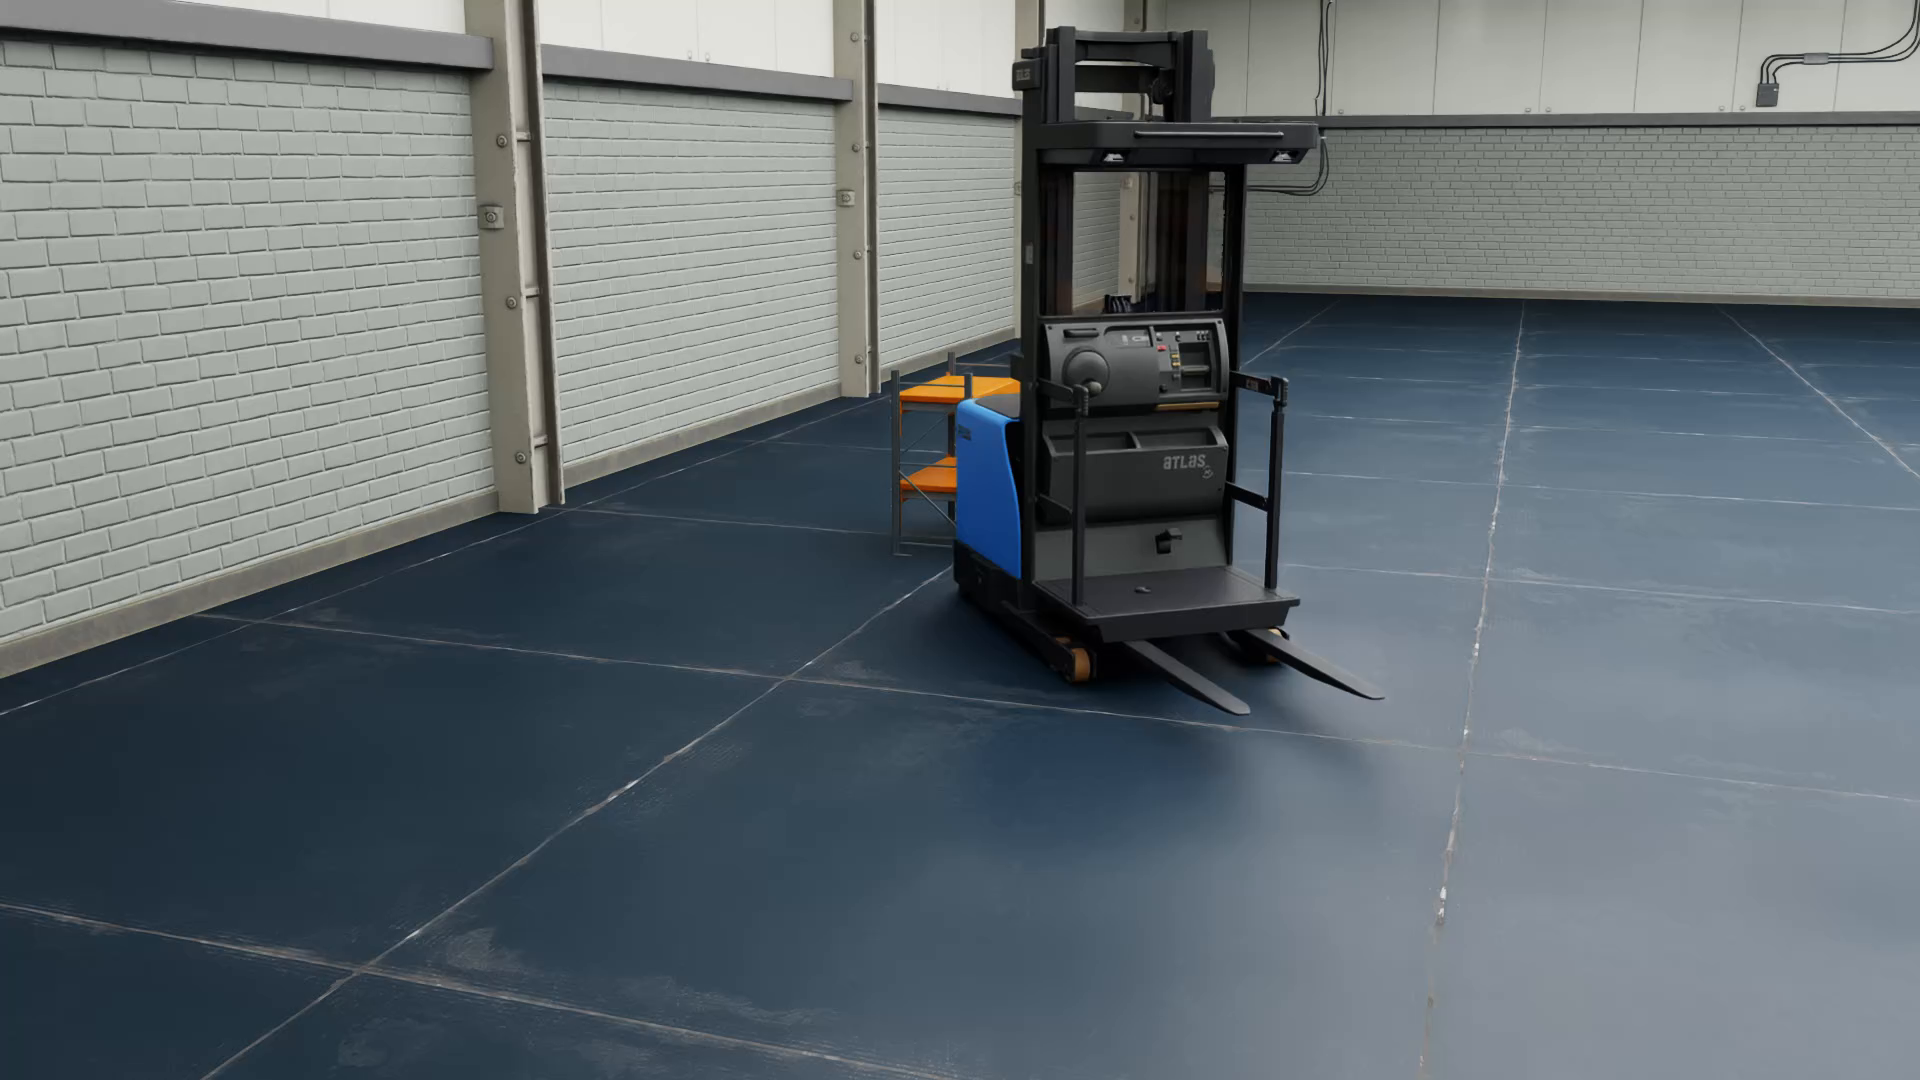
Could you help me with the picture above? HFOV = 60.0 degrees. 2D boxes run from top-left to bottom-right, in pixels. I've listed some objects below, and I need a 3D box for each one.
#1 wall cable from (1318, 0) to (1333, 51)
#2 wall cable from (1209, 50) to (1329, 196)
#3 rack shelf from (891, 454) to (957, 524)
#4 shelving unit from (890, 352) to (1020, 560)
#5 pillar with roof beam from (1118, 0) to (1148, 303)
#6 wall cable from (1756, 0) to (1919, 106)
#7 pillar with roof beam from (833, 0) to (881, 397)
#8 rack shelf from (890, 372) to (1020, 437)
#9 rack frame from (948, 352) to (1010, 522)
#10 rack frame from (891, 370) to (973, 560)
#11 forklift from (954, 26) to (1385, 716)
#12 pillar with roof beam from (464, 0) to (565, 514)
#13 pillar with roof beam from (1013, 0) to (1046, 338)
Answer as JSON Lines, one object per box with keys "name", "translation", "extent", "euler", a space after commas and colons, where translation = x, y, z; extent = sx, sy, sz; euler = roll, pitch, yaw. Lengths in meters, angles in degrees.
{"name": "wall cable", "translation": [7.621, -9.685, 28.327], "extent": [3.097, 2.526, 0.112], "euler": [4, 14, 18]}
{"name": "wall cable", "translation": [5.062, -7.418, 29.742], "extent": [3.097, 2.526, 0.112], "euler": [4, 14, 18]}
{"name": "rack shelf", "translation": [-0.002, -0.309, 10.411], "extent": [0.538, 0.278, 1.000], "euler": [4, 14, 18]}
{"name": "shelving unit", "translation": [-0.002, -0.547, 10.357], "extent": [0.538, 1.125, 1.048], "euler": [4, 14, 18]}
{"name": "pillar with roof beam", "translation": [6.931, -8.097, 25.738], "extent": [9.100, 9.000, 0.400], "euler": [4, 14, 18]}
{"name": "wall cable", "translation": [14.039, -9.903, 26.009], "extent": [2.305, 6.003, 0.169], "euler": [4, 14, 18]}
{"name": "pillar with roof beam", "translation": [3.048, -5.570, 14.668], "extent": [9.100, 9.000, 0.400], "euler": [4, 14, 18]}
{"name": "rack shelf", "translation": [-0.002, -0.832, 10.291], "extent": [0.538, 0.278, 1.000], "euler": [4, 14, 18]}
{"name": "rack frame", "translation": [0.162, -0.654, 10.825], "extent": [0.500, 1.125, 0.032], "euler": [4, 14, 18]}
{"name": "rack frame", "translation": [-0.167, -0.440, 9.888], "extent": [0.500, 1.125, 0.032], "euler": [4, 14, 18]}
{"name": "forklift", "translation": [0.917, -0.872, 7.723], "extent": [1.130, 2.935, 3.031], "euler": [-4, 14, -18]}
{"name": "pillar with roof beam", "translation": [1.107, -4.307, 9.133], "extent": [9.100, 9.000, 0.400], "euler": [4, 14, 18]}
{"name": "pillar with roof beam", "translation": [4.989, -6.833, 20.203], "extent": [9.100, 9.000, 0.400], "euler": [4, 14, 18]}
